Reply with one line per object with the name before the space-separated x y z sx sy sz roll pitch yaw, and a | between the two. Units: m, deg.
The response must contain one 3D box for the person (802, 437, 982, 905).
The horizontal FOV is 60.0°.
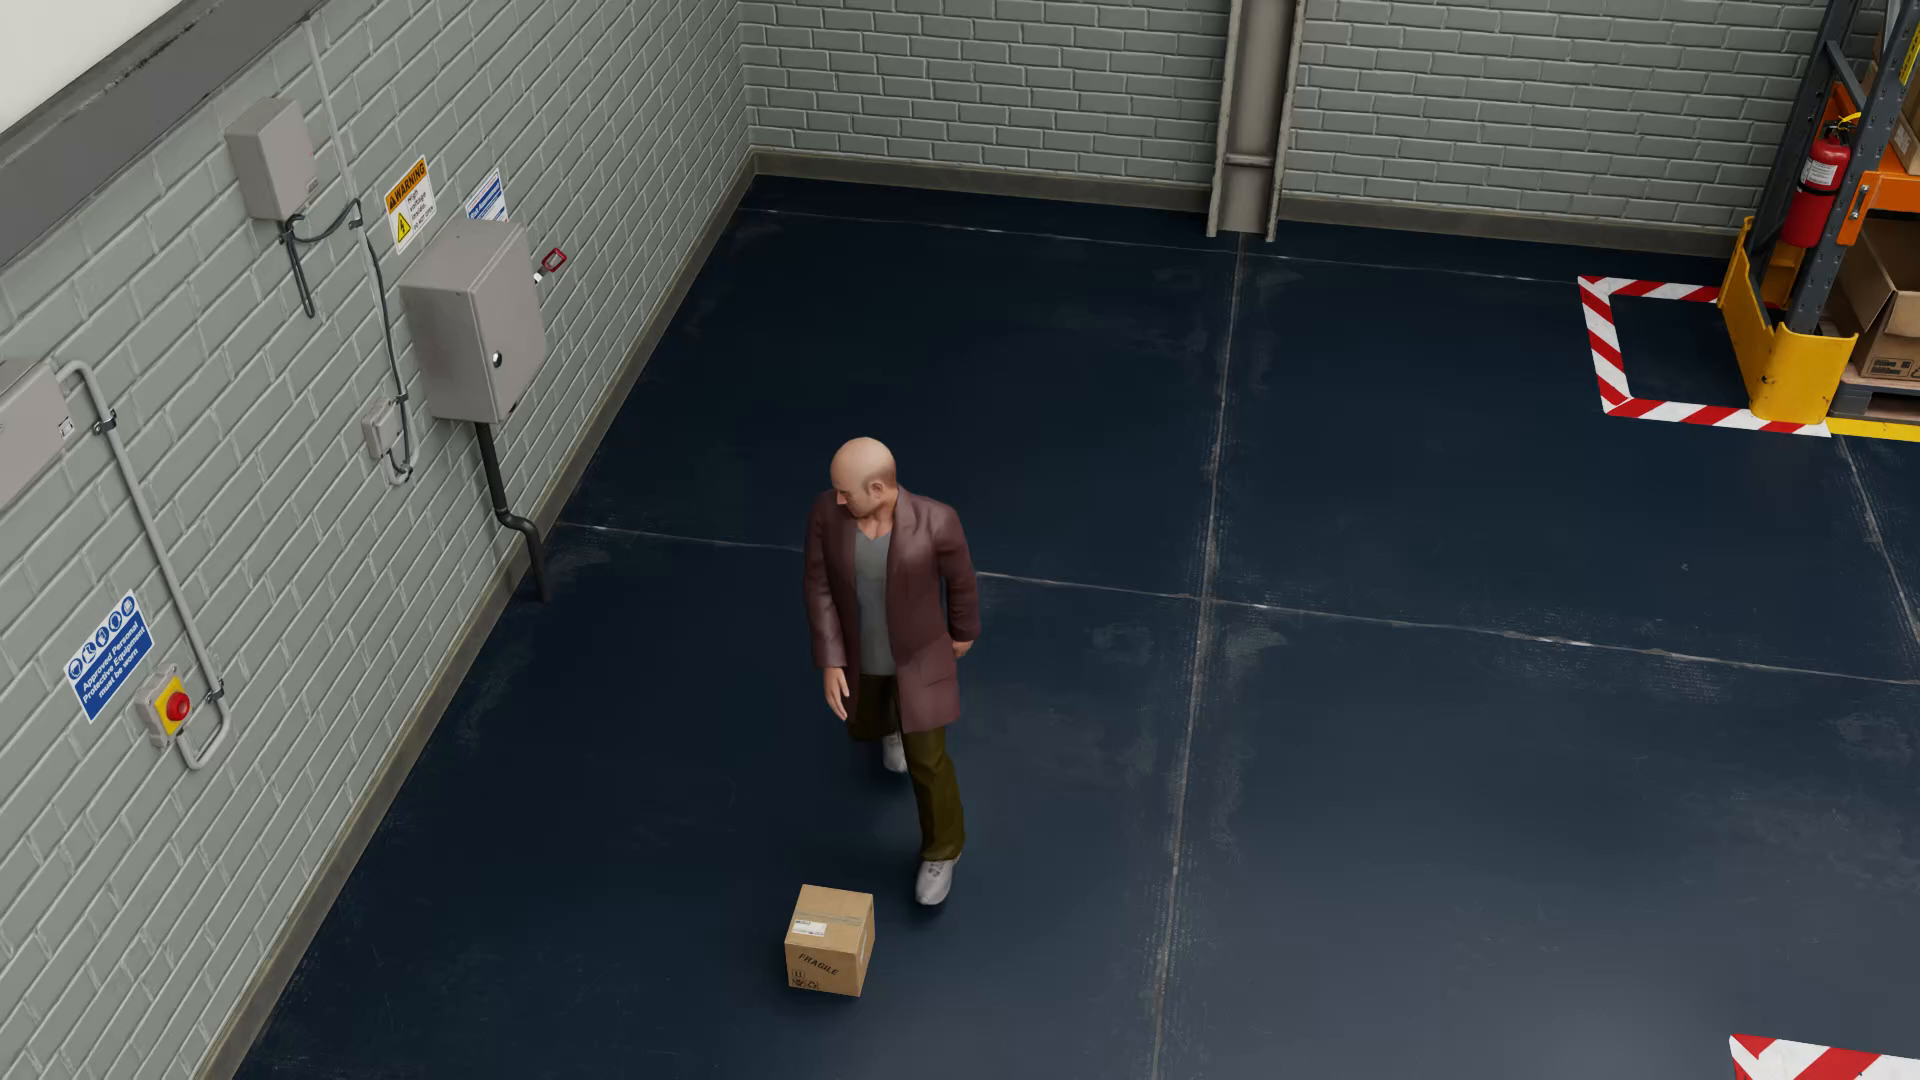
person | -0.228 0.360 5.738 0.596 1.725 0.893 10 41 12
